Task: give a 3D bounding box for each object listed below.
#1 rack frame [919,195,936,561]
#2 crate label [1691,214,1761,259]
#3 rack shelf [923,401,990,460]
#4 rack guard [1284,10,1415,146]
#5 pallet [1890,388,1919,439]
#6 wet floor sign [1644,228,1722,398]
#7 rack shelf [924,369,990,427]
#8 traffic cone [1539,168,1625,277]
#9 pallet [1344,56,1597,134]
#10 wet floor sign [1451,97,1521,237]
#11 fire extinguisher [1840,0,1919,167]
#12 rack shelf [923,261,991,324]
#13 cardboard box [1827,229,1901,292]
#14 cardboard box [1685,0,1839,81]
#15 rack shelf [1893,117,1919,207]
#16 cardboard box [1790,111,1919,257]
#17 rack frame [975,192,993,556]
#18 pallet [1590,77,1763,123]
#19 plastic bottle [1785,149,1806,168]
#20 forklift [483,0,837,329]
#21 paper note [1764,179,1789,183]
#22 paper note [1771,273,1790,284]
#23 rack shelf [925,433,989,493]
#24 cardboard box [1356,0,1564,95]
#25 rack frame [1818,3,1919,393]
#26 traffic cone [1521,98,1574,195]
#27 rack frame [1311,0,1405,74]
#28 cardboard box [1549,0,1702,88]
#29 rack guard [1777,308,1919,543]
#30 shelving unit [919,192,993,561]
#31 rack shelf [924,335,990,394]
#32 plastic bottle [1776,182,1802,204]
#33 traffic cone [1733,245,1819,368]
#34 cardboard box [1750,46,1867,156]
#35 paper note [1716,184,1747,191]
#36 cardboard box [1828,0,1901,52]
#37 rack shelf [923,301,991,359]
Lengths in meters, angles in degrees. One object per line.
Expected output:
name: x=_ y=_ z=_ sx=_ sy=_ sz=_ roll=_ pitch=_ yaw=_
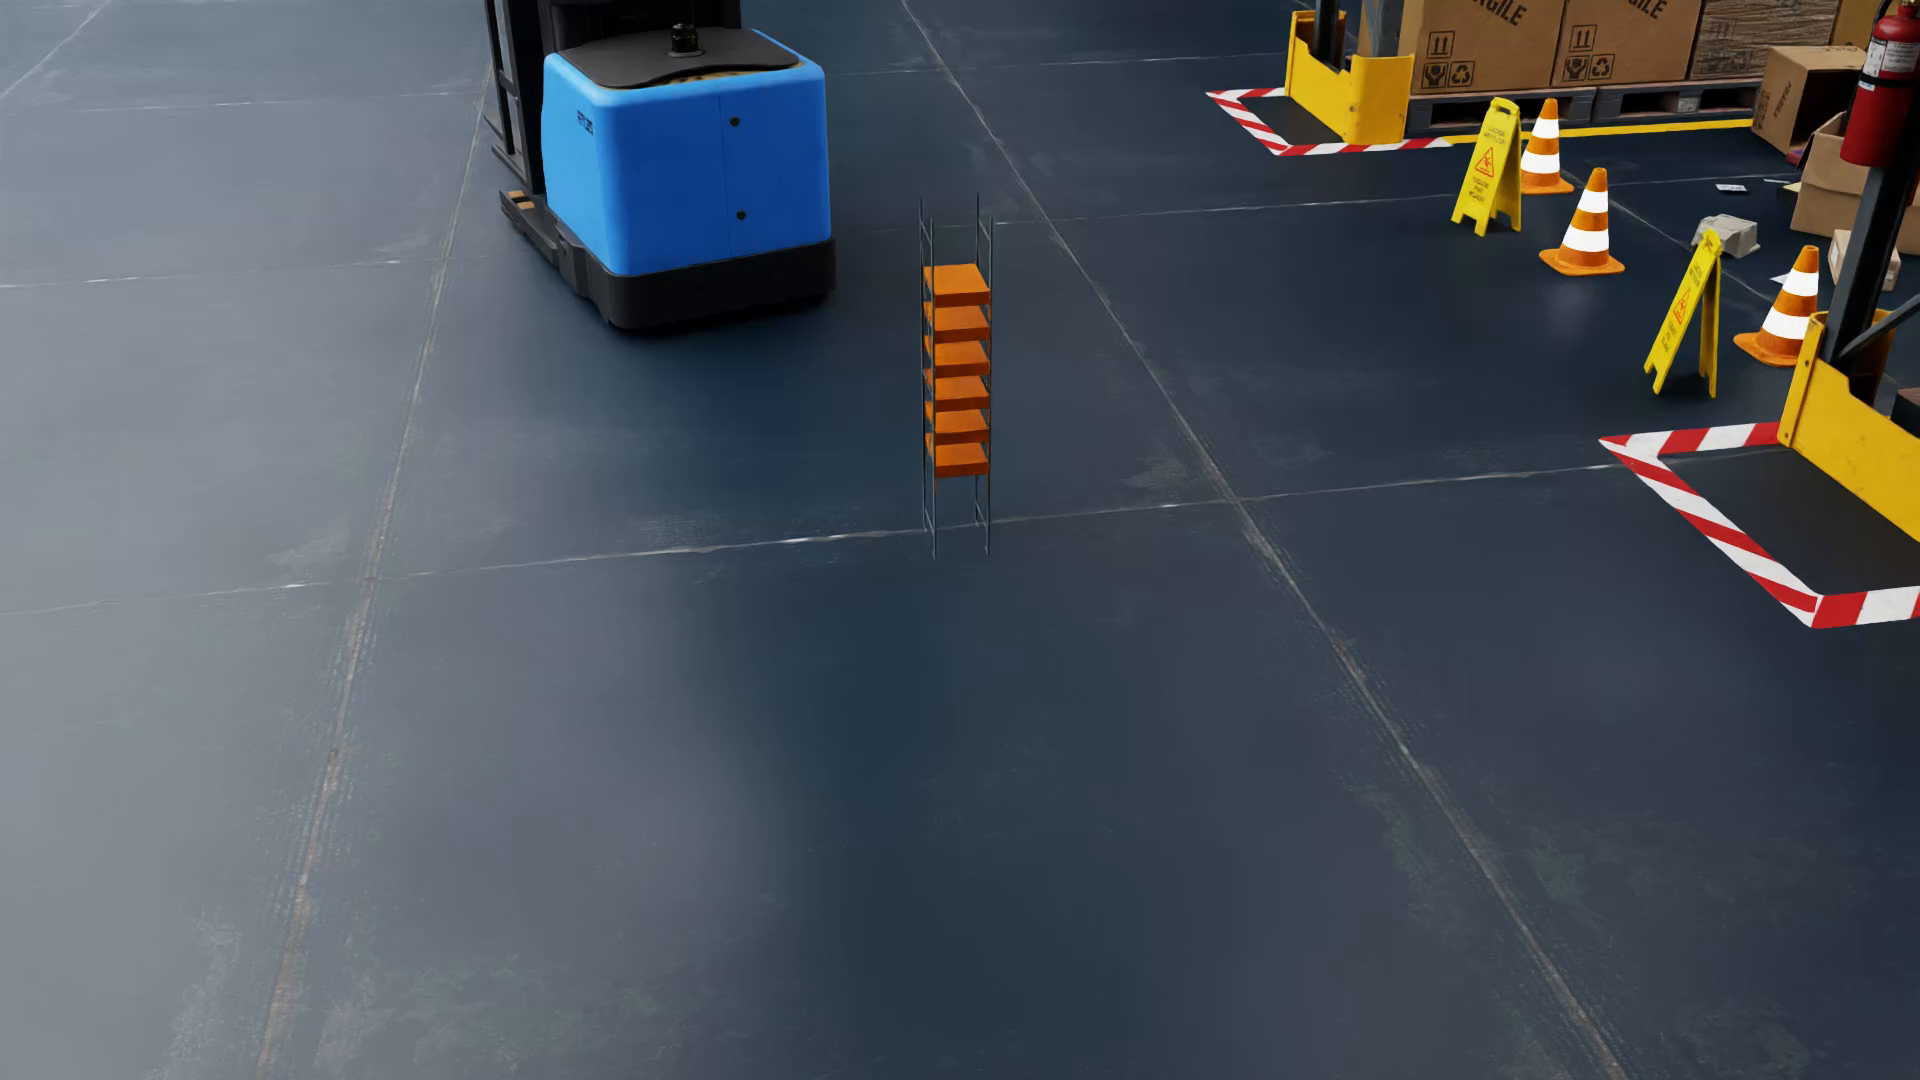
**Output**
rack frame: x=-0.104 y=-0.508 z=5.429 sx=0.006 sy=1.200 sz=0.240 roll=-5 pitch=31 yaw=-9
crate label: x=3.760 y=-1.498 z=8.162 sx=0.298 sy=0.136 sz=0.250 roll=-23 pitch=38 yaw=-34
rack shelf: x=-0.014 y=-0.374 z=5.527 sx=0.180 sy=0.103 sz=0.258 roll=-5 pitch=31 yaw=-9
rack guard: x=2.327 y=-2.804 z=10.025 sx=0.348 sy=0.500 sz=1.175 roll=-5 pitch=31 yaw=-9
pallet: x=4.222 y=-0.286 z=6.028 sx=1.213 sy=0.211 sz=1.003 roll=-5 pitch=31 yaw=-9
wet floor sign: x=2.962 y=-0.926 z=6.688 sx=0.232 sy=0.644 sz=0.267 roll=5 pitch=31 yaw=8
rack shelf: x=-0.014 y=-0.478 z=5.466 sx=0.180 sy=0.103 sz=0.258 roll=-5 pitch=31 yaw=-9
traffic cone: x=2.998 y=-1.536 z=7.905 sx=0.334 sy=0.463 sz=0.336 roll=-5 pitch=31 yaw=-9
pallet: x=3.123 y=-2.793 z=10.292 sx=1.213 sy=0.211 sz=1.003 roll=-5 pitch=31 yaw=-9
wet floor sign: x=2.678 y=-1.879 z=8.308 sx=0.232 sy=0.644 sz=0.267 roll=-11 pitch=32 yaw=-17
fire extinguisher: x=3.146 y=-1.610 z=5.606 sx=0.183 sy=0.674 sz=0.296 roll=-5 pitch=31 yaw=-9
rack shelf: x=-0.014 y=-0.788 z=5.284 sx=0.180 sy=0.103 sz=0.258 roll=-5 pitch=31 yaw=-9
cardboard box: x=4.266 y=-1.322 z=7.852 sx=0.250 sy=0.149 sz=0.380 roll=10 pitch=32 yaw=17
cardboard box: x=4.768 y=-3.407 z=10.266 sx=0.875 sy=0.875 sz=0.875 roll=-5 pitch=31 yaw=-9
rack shelf: x=5.309 y=-1.297 z=5.706 sx=4.000 sy=0.370 sz=1.077 roll=-5 pitch=31 yaw=-9
cardboard box: x=4.613 y=-1.771 z=8.265 sx=0.797 sy=0.503 sz=0.637 roll=23 pitch=37 yaw=33
rack frame: x=0.076 y=-0.524 z=5.458 sx=0.006 sy=1.200 sz=0.240 roll=-5 pitch=31 yaw=-9
pallet: x=4.320 y=-2.903 z=10.479 sx=1.213 sy=0.211 sz=1.003 roll=-5 pitch=31 yaw=-9
plastic bottle: x=4.770 y=-2.108 z=9.274 sx=0.133 sy=0.061 sz=0.283 roll=-17 pitch=34 yaw=-26
forklift: x=-1.693 y=-2.891 z=7.775 sx=1.130 sy=2.935 sz=3.031 roll=-15 pitch=34 yaw=-24
paper note: x=4.453 y=-1.955 z=9.065 sx=0.123 sy=0.001 sz=0.032 roll=10 pitch=32 yaw=17
paper note: x=3.913 y=-1.223 z=7.800 sx=0.142 sy=0.019 sz=0.148 roll=-17 pitch=34 yaw=-26
rack shelf: x=-0.014 y=-0.271 z=5.588 sx=0.180 sy=0.103 sz=0.258 roll=-5 pitch=31 yaw=-9
cardboard box: x=3.005 y=-3.243 z=9.988 sx=0.875 sy=0.875 sz=0.875 roll=-5 pitch=31 yaw=-9
rack frame: x=3.341 y=-1.424 z=5.213 sx=0.127 sy=3.000 sz=1.000 roll=-5 pitch=31 yaw=-9
traffic cone: x=3.128 y=-2.130 z=8.916 sx=0.334 sy=0.463 sz=0.336 roll=-5 pitch=31 yaw=-9
rack frame: x=2.350 y=-3.883 z=9.395 sx=0.127 sy=3.000 sz=1.000 roll=-5 pitch=31 yaw=-9
cardboard box: x=3.871 y=-3.325 z=10.127 sx=0.875 sy=0.875 sz=0.875 roll=-6 pitch=31 yaw=-10
rack guard: x=3.416 y=-0.354 z=5.859 sx=0.348 sy=0.500 sz=1.175 roll=-5 pitch=31 yaw=-9
shelving unit: x=-0.014 y=-0.516 z=5.444 sx=0.189 sy=1.200 sz=0.258 roll=-5 pitch=31 yaw=-9
rack shelf: x=-0.014 y=-0.581 z=5.405 sx=0.180 sy=0.103 sz=0.258 roll=-5 pitch=31 yaw=-9
plastic bottle: x=4.490 y=-1.856 z=8.846 sx=0.283 sy=0.061 sz=0.133 roll=-17 pitch=34 yaw=-26
traffic cone: x=3.532 y=-1.013 z=7.017 sx=0.334 sy=0.463 sz=0.336 roll=-5 pitch=31 yaw=-9
cardboard box: x=4.943 y=-2.519 z=9.538 sx=0.500 sy=0.500 sz=0.500 roll=0 pitch=30 yaw=0
paper note: x=4.158 y=-1.896 z=8.945 sx=0.142 sy=0.017 sz=0.144 roll=5 pitch=31 yaw=8
cardboard box: x=5.654 y=-3.491 z=10.410 sx=0.875 sy=0.875 sz=0.875 roll=-5 pitch=31 yaw=-8
rack shelf: x=-0.014 y=-0.684 z=5.344 sx=0.180 sy=0.103 sz=0.258 roll=-5 pitch=31 yaw=-9
